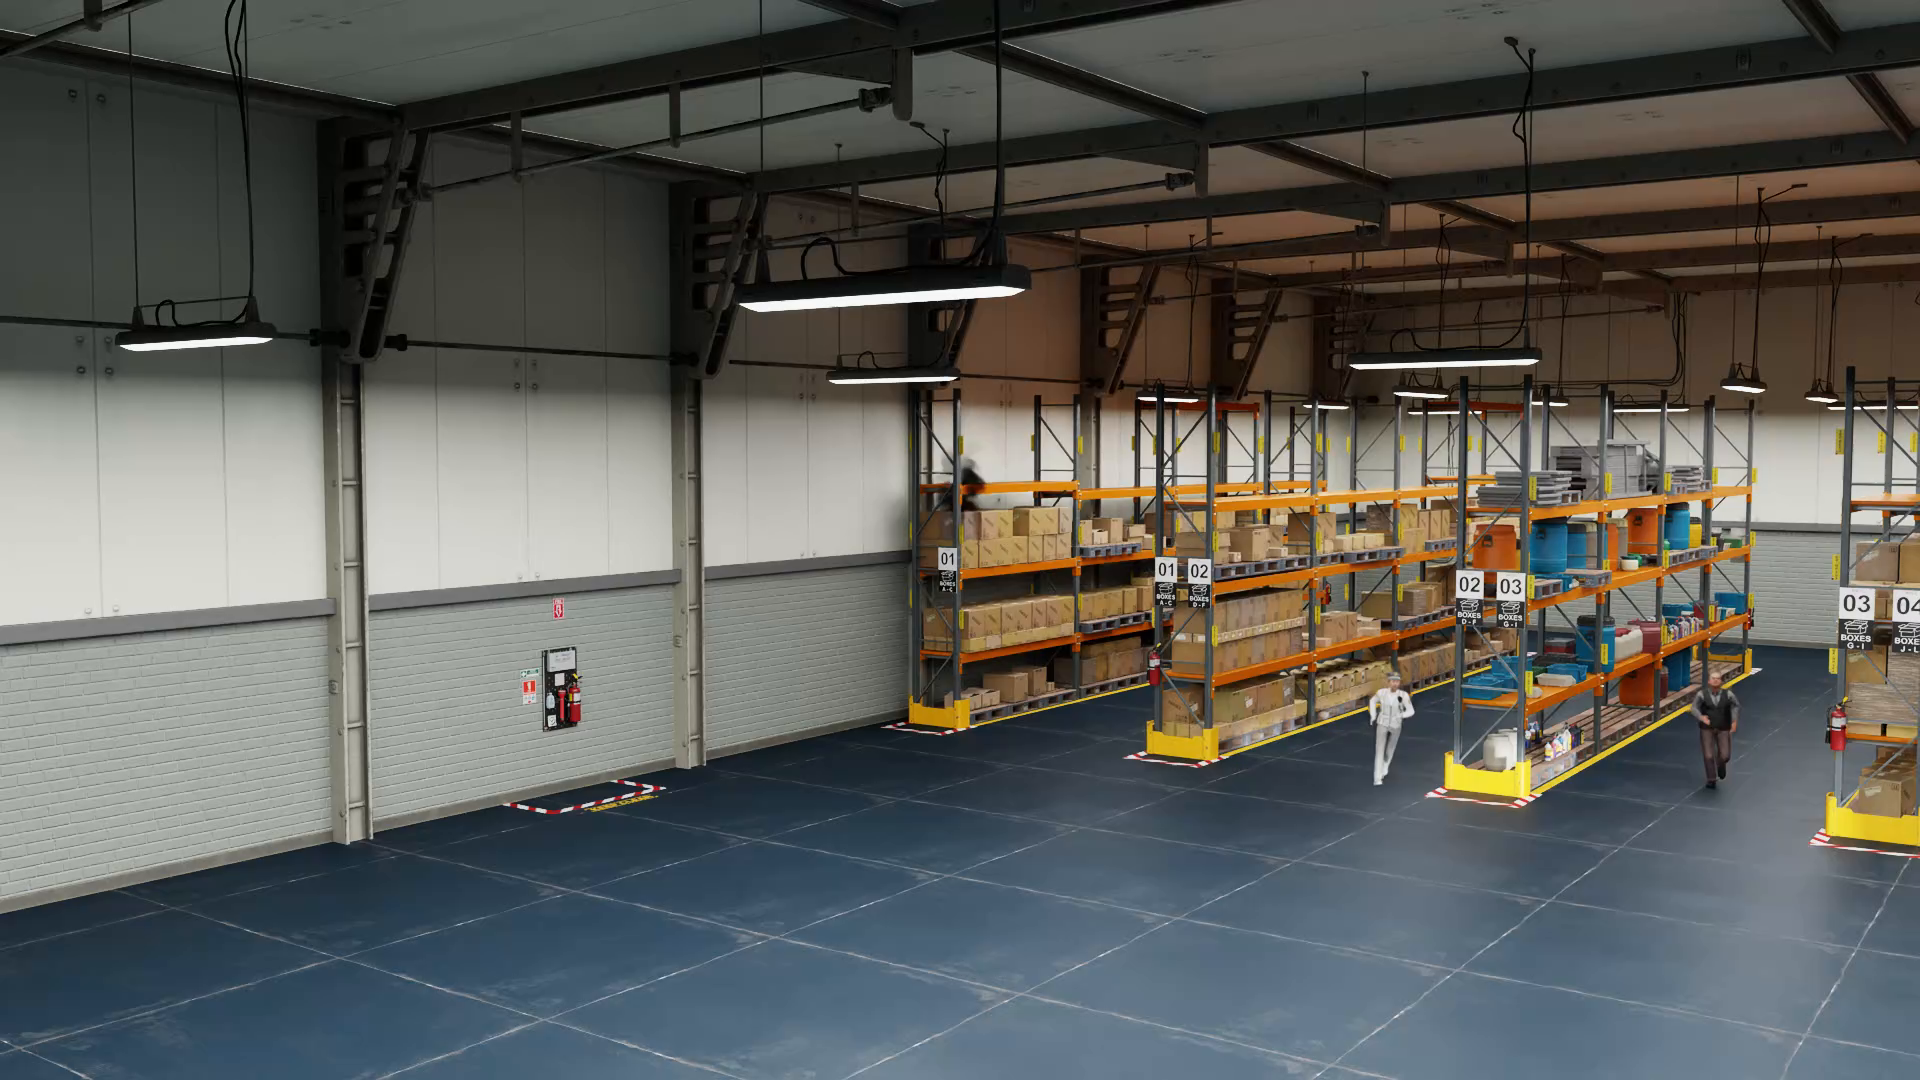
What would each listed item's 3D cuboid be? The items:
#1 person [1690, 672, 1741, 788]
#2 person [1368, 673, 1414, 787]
[{"bbox_3d":[10.987,2.775,24.173,0.690,1.691,0.574,1,3,20],"label":"person"},{"bbox_3d":[6.329,2.759,24.418,0.657,1.651,0.899,1,3,15],"label":"person"}]
